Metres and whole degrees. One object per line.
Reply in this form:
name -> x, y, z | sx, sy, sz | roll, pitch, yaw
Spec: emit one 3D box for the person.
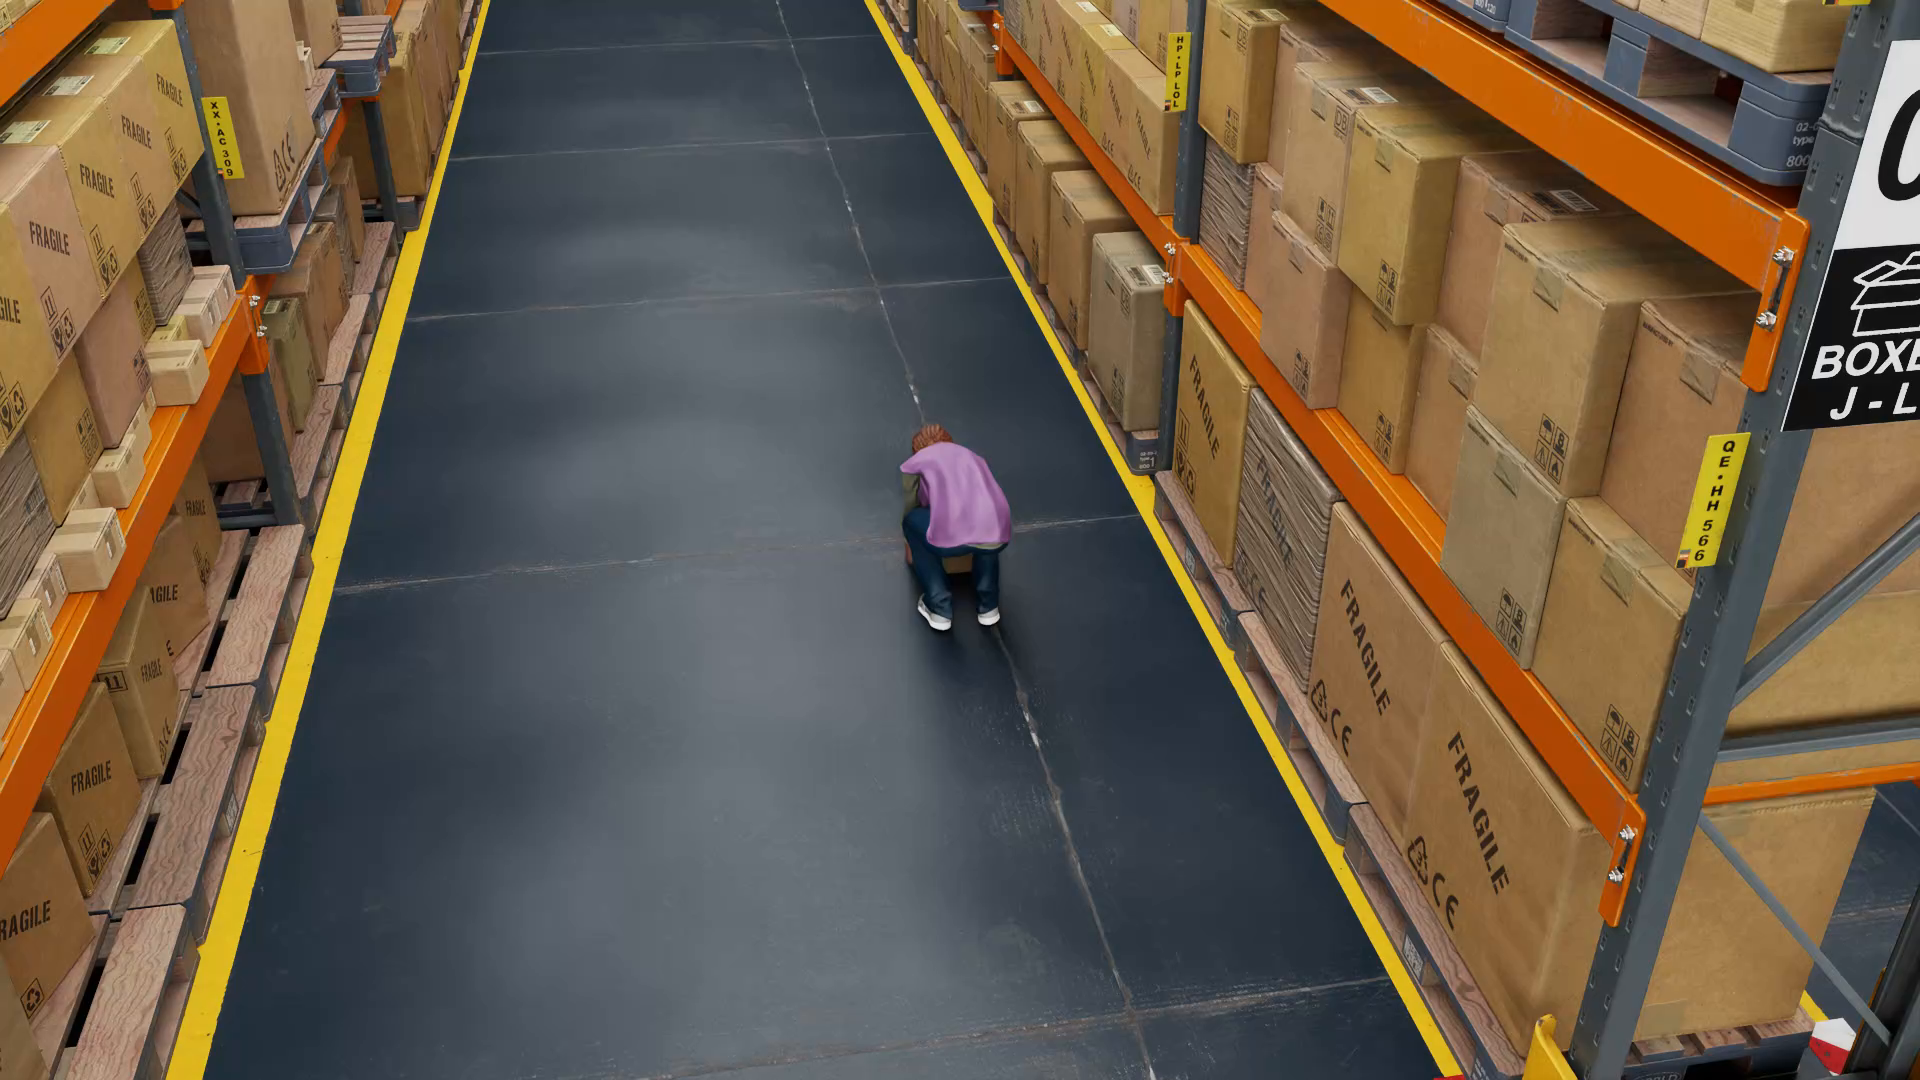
person -> -0.030, -0.047, 7.101 | 0.421, 0.738, 0.872 | -6, 32, -10
